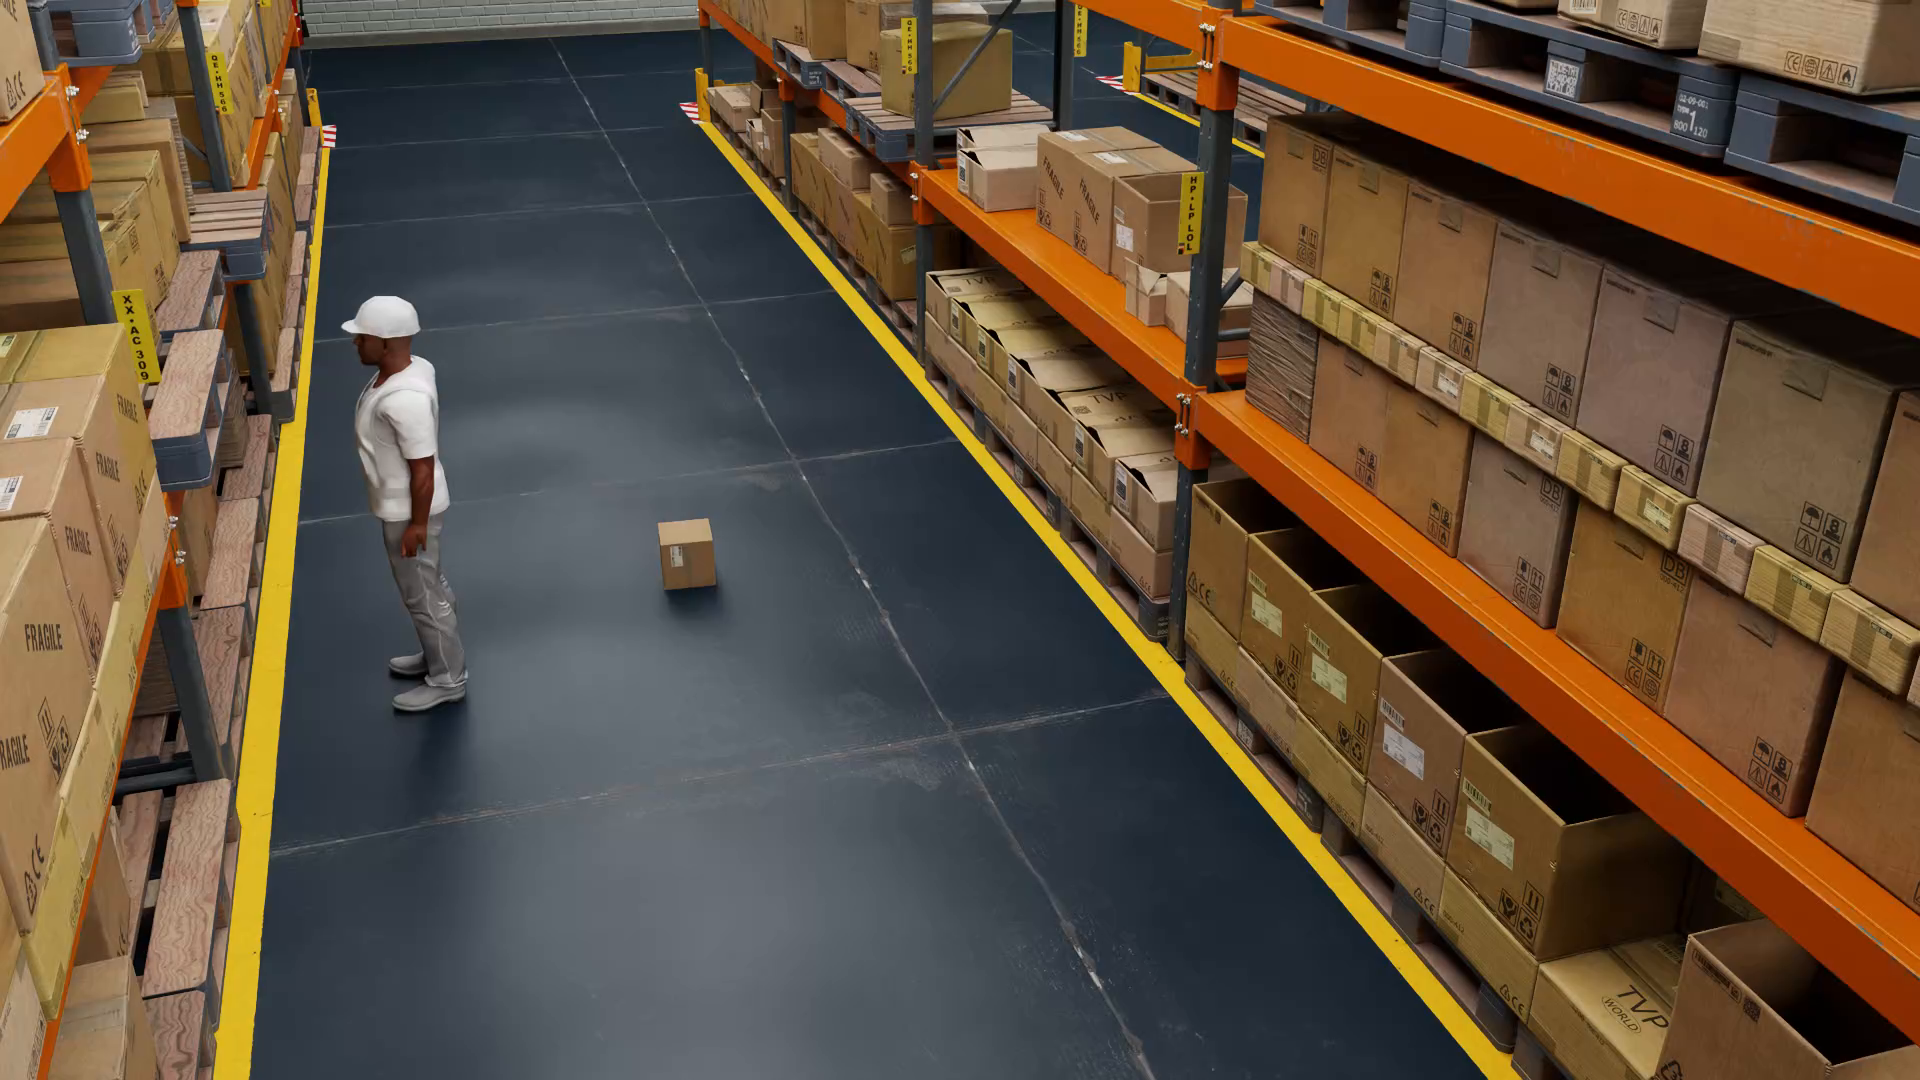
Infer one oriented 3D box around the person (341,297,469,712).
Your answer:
[{"bbox_3d":[-2.291,-0.149,6.885,0.377,1.771,0.569,-9,27,-17],"label":"person"}]
